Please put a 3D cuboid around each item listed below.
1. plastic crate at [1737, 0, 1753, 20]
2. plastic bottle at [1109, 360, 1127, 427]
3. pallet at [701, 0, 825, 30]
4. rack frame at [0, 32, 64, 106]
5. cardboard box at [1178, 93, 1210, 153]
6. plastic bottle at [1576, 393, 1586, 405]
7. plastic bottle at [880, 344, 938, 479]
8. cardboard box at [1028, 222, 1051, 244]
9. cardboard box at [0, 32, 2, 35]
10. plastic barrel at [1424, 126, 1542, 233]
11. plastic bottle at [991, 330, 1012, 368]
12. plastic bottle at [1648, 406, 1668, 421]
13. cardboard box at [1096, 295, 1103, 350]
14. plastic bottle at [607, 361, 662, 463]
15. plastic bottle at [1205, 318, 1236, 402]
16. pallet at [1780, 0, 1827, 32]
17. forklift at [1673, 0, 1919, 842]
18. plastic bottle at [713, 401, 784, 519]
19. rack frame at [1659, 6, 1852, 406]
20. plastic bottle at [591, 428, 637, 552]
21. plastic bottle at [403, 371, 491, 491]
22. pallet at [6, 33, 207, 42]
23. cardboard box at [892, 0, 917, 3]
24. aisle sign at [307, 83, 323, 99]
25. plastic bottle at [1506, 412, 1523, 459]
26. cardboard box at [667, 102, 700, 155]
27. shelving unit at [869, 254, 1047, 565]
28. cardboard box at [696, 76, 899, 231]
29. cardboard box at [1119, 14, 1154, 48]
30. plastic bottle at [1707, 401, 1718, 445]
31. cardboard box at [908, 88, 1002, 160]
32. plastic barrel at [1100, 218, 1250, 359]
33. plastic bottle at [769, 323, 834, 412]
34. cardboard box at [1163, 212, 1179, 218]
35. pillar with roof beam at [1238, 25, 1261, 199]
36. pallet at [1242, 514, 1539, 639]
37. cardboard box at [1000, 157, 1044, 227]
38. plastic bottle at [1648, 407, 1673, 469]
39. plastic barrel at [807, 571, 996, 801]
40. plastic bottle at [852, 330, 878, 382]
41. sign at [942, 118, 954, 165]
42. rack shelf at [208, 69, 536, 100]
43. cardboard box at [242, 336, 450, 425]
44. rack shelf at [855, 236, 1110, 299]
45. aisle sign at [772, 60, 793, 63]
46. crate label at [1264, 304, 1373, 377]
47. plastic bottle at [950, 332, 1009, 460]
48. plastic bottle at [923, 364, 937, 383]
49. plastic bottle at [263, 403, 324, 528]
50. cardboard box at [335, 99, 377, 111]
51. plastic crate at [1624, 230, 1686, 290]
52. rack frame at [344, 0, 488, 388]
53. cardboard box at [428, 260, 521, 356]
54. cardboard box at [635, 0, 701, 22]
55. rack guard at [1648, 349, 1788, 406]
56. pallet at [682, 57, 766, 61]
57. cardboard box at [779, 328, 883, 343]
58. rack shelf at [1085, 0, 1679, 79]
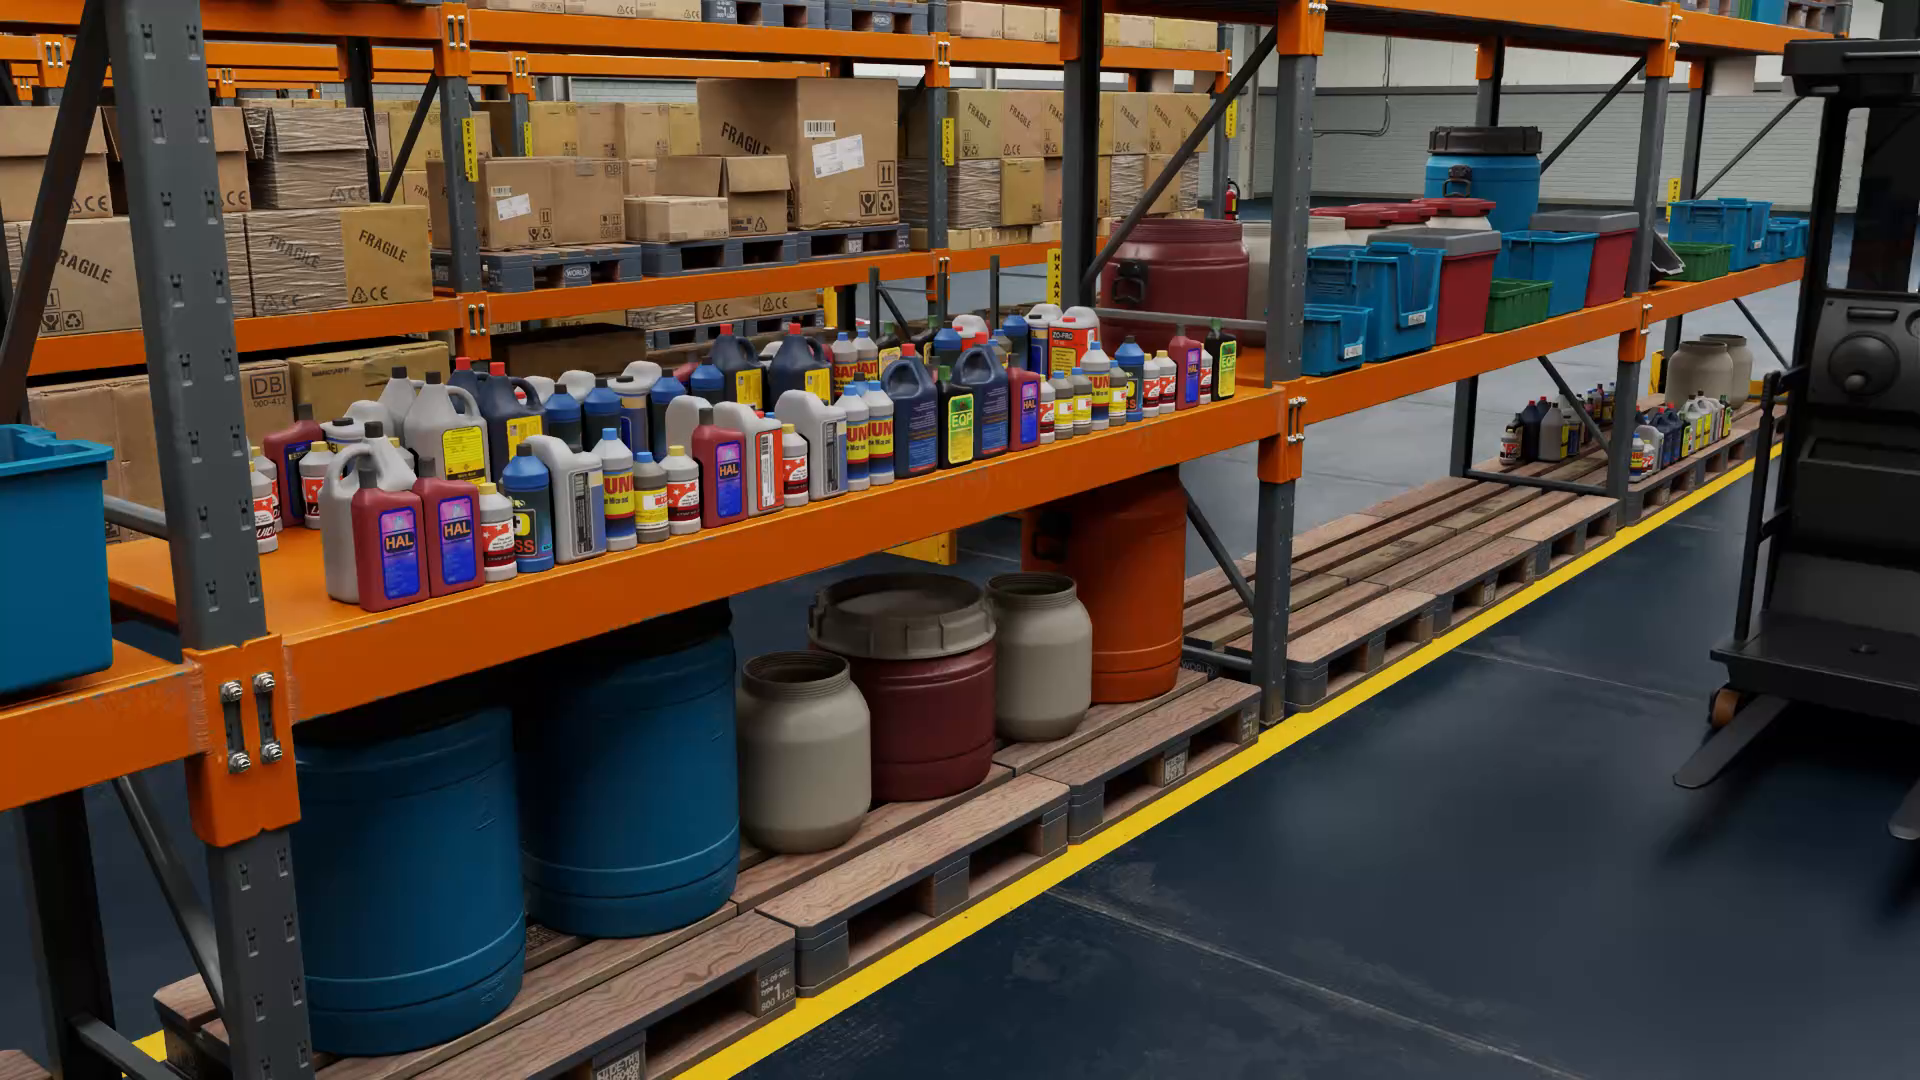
[{"bbox_3d":[4.537,-3.204,9.981,0.336,0.188,0.450,11,18,38],"label":"plastic crate"},{"bbox_3d":[0.481,-0.468,5.275,0.097,0.201,0.097,0,14,0],"label":"plastic bottle"},{"bbox_3d":[-1.640,-3.421,10.787,1.213,0.211,1.003,11,18,38],"label":"pallet"},{"bbox_3d":[-6.828,-2.380,12.400,1.000,3.000,0.127,11,18,38],"label":"rack frame"},{"bbox_3d":[1.841,-3.659,14.596,0.500,0.500,0.500,11,18,38],"label":"cardboard box"},{"bbox_3d":[4.060,-0.827,10.934,0.097,0.271,0.097,0,14,0],"label":"plastic bottle"},{"bbox_3d":[-0.154,-0.356,4.530,0.144,0.351,0.185,11,18,38],"label":"plastic bottle"},{"bbox_3d":[0.492,-2.421,13.071,0.380,0.149,0.250,11,18,38],"label":"cardboard box"},{"bbox_3d":[-6.989,-3.734,11.433,0.500,0.500,0.500,11,18,38],"label":"cardboard box"},{"bbox_3d":[2.855,-1.809,9.132,0.600,0.901,0.708,11,18,38],"label":"plastic barrel"},{"bbox_3d":[0.140,-0.661,6.036,0.097,0.201,0.097,0,14,0],"label":"plastic bottle"},{"bbox_3d":[4.418,-0.712,10.472,0.152,0.276,0.135,11,18,38],"label":"plastic bottle"},{"bbox_3d":[1.240,-1.881,14.657,0.500,0.500,0.500,-10,17,-35],"label":"cardboard box"},{"bbox_3d":[-0.922,-0.363,4.711,0.152,0.276,0.135,11,18,38],"label":"plastic bottle"},{"bbox_3d":[0.897,-0.627,5.735,0.061,0.283,0.133,11,18,38],"label":"plastic bottle"},{"bbox_3d":[5.251,-3.578,11.406,1.003,0.211,1.213,11,18,38],"label":"pallet"},{"bbox_3d":[3.463,-0.675,5.829,1.130,2.935,3.031,12,18,38],"label":"forklift"},{"bbox_3d":[-0.526,-0.208,4.100,0.152,0.276,0.135,11,18,38],"label":"plastic bottle"},{"bbox_3d":[5.847,-2.359,12.316,1.000,3.000,0.127,11,18,38],"label":"rack frame"},{"bbox_3d":[-0.783,-0.116,3.749,0.097,0.271,0.097,0,14,0],"label":"plastic bottle"},{"bbox_3d":[-1.260,-0.241,4.080,0.144,0.351,0.185,11,18,38],"label":"plastic bottle"},{"bbox_3d":[-6.464,-3.874,12.572,1.213,0.211,1.003,12,19,40],"label":"pallet"},{"bbox_3d":[-0.540,-4.041,12.339,0.380,0.149,0.250,12,19,39],"label":"cardboard box"},{"bbox_3d":[-9.307,-6.653,23.941,0.394,0.787,0.004,11,18,38],"label":"aisle sign"},{"bbox_3d":[3.379,-0.633,10.145,0.061,0.283,0.133,12,19,40],"label":"plastic bottle"},{"bbox_3d":[-3.026,-4.116,16.734,0.875,0.550,0.500,11,18,38],"label":"cardboard box"},{"bbox_3d":[0.048,-0.742,8.996,0.587,1.500,1.083,11,18,38],"label":"shelving unit"},{"bbox_3d":[-1.127,-2.723,11.679,1.000,1.000,1.000,11,18,38],"label":"cardboard box"},{"bbox_3d":[1.249,-4.182,13.705,0.500,0.250,0.500,12,18,39],"label":"cardboard box"},{"bbox_3d":[4.767,-0.762,10.668,0.152,0.276,0.135,11,18,36],"label":"plastic bottle"},{"bbox_3d":[-0.039,-3.083,12.330,0.500,0.500,0.500,11,18,38],"label":"cardboard box"},{"bbox_3d":[0.875,-1.028,6.803,0.600,0.536,0.708,11,18,38],"label":"plastic barrel"},{"bbox_3d":[-0.476,-0.477,5.007,0.144,0.351,0.185,11,18,38],"label":"plastic bottle"},{"bbox_3d":[1.702,-2.813,14.616,0.380,0.149,0.250,11,18,38],"label":"cardboard box"},{"bbox_3d":[11.489,-13.419,43.670,9.100,9.000,0.400,11,18,38],"label":"pillar with roof beam"},{"bbox_3d":[2.103,0.150,8.105,1.003,0.211,1.213,11,18,38],"label":"pallet"},{"bbox_3d":[0.153,-2.719,12.926,0.875,0.500,0.500,11,18,38],"label":"cardboard box"},{"bbox_3d":[4.163,-0.613,9.928,0.144,0.351,0.185,12,18,39],"label":"plastic bottle"},{"bbox_3d":[-0.185,0.451,5.300,0.600,0.588,0.708,11,18,38],"label":"plastic barrel"},{"bbox_3d":[-0.318,-0.555,5.478,0.097,0.271,0.097,0,14,0],"label":"plastic bottle"},{"bbox_3d":[-0.085,-2.835,11.840,0.100,0.325,0.005,11,18,38],"label":"sign"},{"bbox_3d":[-6.970,-5.381,19.581,1.077,0.370,4.000,11,18,38],"label":"rack shelf"},{"bbox_3d":[-3.483,-0.638,9.005,1.225,0.875,0.875,10,17,35],"label":"cardboard box"},{"bbox_3d":[0.738,-2.394,13.914,1.077,0.370,4.000,11,18,38],"label":"rack shelf"},{"bbox_3d":[-1.988,-5.232,18.347,0.394,0.787,0.004,11,18,38],"label":"aisle sign"},{"bbox_3d":[1.375,-0.768,6.395,0.303,0.233,0.416,11,18,38],"label":"crate label"},{"bbox_3d":[0.046,-0.416,4.770,0.144,0.351,0.185,11,18,38],"label":"plastic bottle"},{"bbox_3d":[-0.069,-0.356,4.670,0.061,0.283,0.133,11,18,38],"label":"plastic bottle"},{"bbox_3d":[-1.589,-0.181,3.980,0.061,0.283,0.133,11,18,38],"label":"plastic bottle"},{"bbox_3d":[-7.107,-4.807,19.116,0.700,0.500,0.500,11,18,36],"label":"cardboard box"},{"bbox_3d":[3.761,-1.643,9.625,0.767,0.338,0.504,11,18,38],"label":"plastic crate"},{"bbox_3d":[-3.033,-1.593,9.302,1.000,3.000,0.127,11,18,38],"label":"rack frame"},{"bbox_3d":[-4.634,-2.127,15.118,1.050,0.750,0.750,11,18,37],"label":"cardboard box"},{"bbox_3d":[-1.901,-3.223,9.931,0.500,0.250,0.500,12,18,39],"label":"cardboard box"},{"bbox_3d":[5.836,-1.125,12.538,1.175,0.500,0.348,11,18,38],"label":"rack guard"},{"bbox_3d":[-2.258,-5.179,17.507,1.003,0.211,1.213,11,18,38],"label":"pallet"},{"bbox_3d":[-0.922,-1.247,12.122,0.700,0.500,0.500,10,17,33],"label":"cardboard box"},{"bbox_3d":[2.076,-2.315,7.512,1.077,0.370,4.000,11,18,38],"label":"rack shelf"}]
